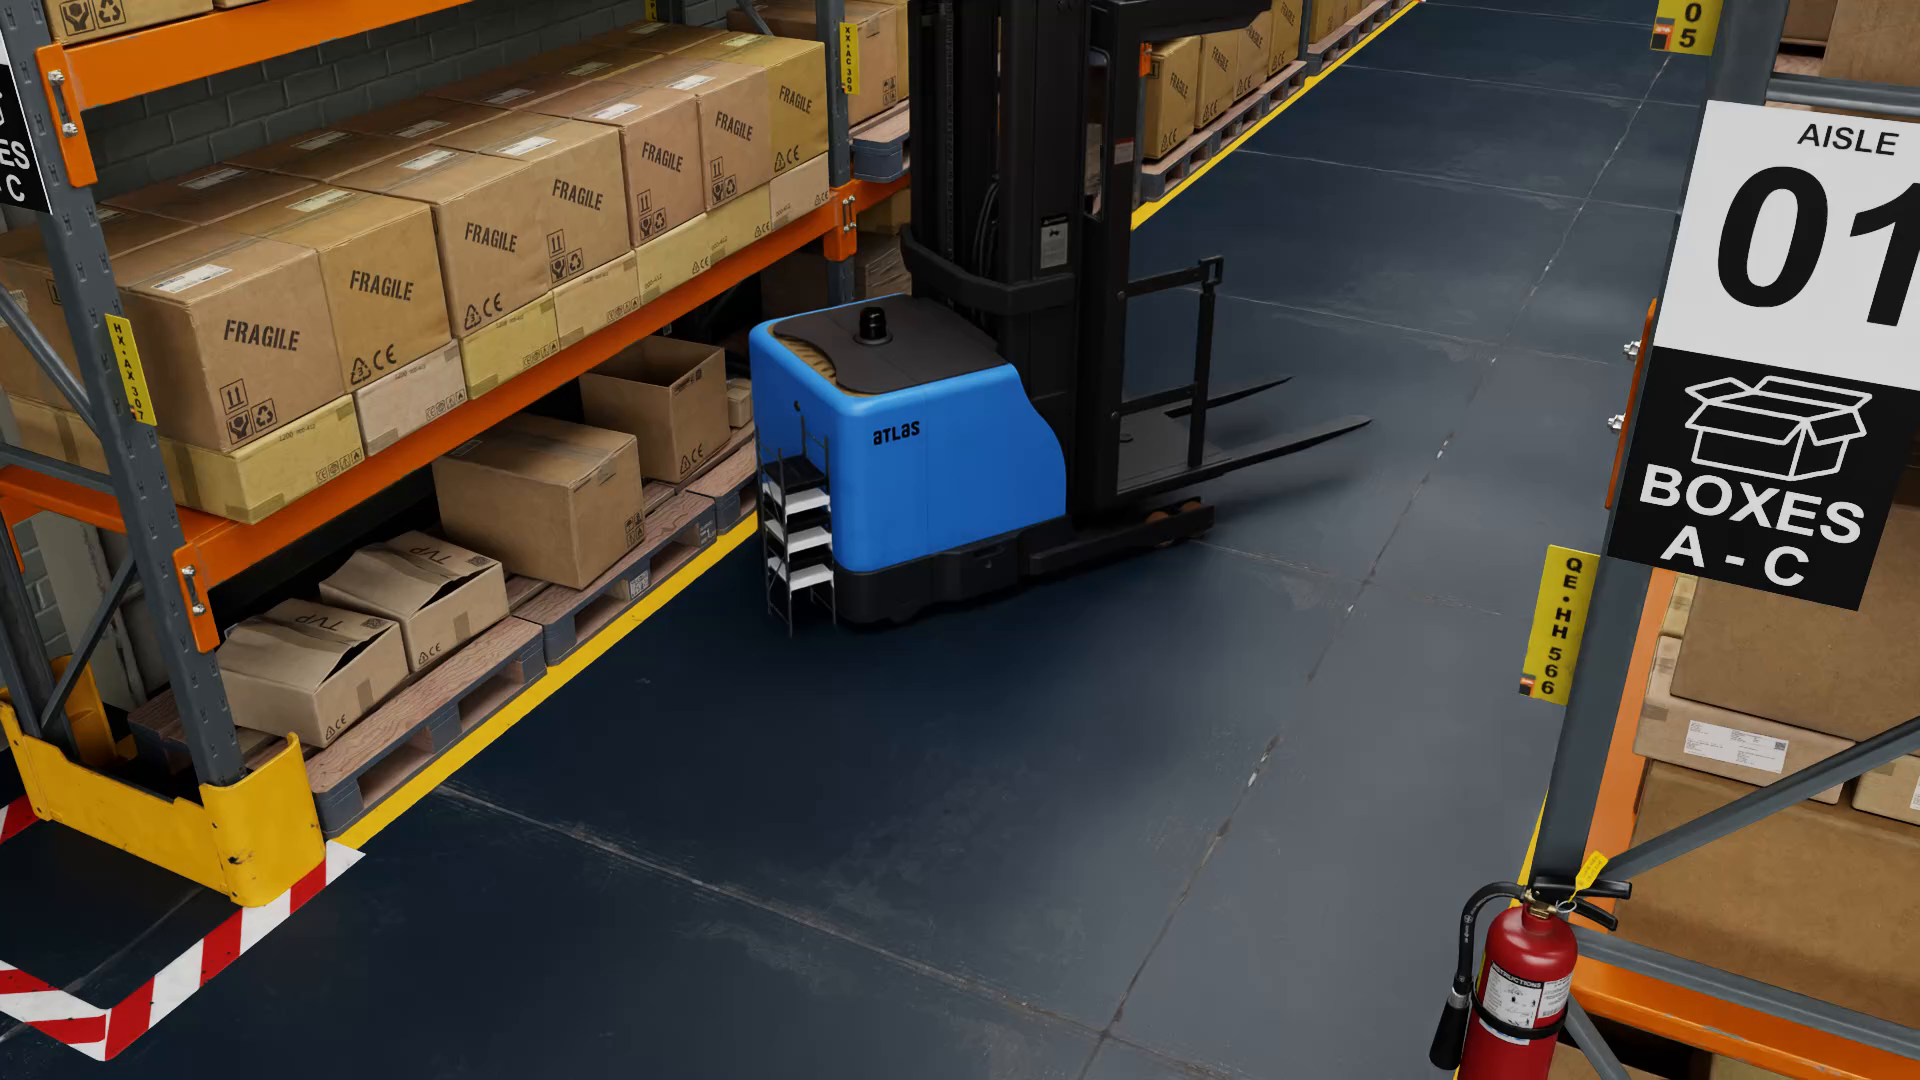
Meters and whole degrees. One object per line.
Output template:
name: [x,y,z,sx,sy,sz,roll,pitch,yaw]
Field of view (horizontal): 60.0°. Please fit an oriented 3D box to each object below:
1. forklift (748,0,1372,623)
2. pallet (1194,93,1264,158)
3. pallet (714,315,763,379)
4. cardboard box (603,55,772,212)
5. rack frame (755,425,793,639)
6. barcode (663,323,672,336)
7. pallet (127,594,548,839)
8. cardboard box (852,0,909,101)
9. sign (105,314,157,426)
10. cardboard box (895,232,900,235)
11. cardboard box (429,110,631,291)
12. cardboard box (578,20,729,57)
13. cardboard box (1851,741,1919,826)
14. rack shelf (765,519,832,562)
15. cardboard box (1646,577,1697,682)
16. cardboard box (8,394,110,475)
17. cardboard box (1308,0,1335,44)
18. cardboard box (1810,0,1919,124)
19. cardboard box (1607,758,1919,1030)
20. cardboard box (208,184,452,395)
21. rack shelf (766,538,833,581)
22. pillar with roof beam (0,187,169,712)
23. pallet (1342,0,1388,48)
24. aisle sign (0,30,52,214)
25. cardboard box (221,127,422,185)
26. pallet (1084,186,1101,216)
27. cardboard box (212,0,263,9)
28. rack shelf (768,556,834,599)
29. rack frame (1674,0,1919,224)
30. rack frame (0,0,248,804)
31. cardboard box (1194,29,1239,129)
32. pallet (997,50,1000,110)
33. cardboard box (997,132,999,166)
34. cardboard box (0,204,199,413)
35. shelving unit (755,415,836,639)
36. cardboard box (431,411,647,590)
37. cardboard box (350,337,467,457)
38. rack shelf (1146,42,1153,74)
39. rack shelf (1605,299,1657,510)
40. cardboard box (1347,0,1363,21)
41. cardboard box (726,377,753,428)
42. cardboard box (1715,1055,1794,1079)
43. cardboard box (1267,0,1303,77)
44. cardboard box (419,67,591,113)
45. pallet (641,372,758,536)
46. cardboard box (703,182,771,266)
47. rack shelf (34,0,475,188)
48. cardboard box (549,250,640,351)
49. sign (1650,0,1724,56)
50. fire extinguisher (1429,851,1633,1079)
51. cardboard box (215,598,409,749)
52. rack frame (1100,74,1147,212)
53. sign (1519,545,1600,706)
forklift: [0.597,-1.445,7.323,3.031,2.935,1.130,-16,34,-26]
pallet: [1.798,-3.436,13.521,1.003,0.211,1.213,14,33,23]
pallet: [-0.654,-1.137,9.517,1.003,0.211,1.213,14,33,23]
cardboard box: [-1.170,-1.767,7.192,0.500,0.500,0.500,14,33,23]
rack frame: [-0.768,-0.023,6.886,0.006,0.900,0.240,-16,34,-26]
barcode: [-1.467,-1.061,8.332,0.001,0.075,0.075,14,33,23]
pallet: [-2.394,0.596,6.499,1.003,0.211,1.213,14,33,23]
cardboard box: [-0.484,-2.698,8.895,0.700,0.500,0.500,18,34,28]
sign: [-2.347,-0.479,4.703,0.100,0.325,0.005,14,33,23]
cardboard box: [-0.496,-1.678,9.728,0.700,0.500,0.500,14,33,22]
cardboard box: [-1.645,-1.315,6.406,0.500,0.500,0.500,15,33,25]
cardboard box: [-1.408,-2.108,7.786,0.500,0.500,0.500,14,33,22]
cardboard box: [1.952,0.445,3.211,0.380,0.149,0.250,14,33,23]
rack shelf: [-0.680,-0.019,6.947,0.200,0.077,0.258,-16,34,-26]
cardboard box: [1.704,0.241,3.566,0.380,0.149,0.250,15,33,25]
cardboard box: [-2.789,-0.422,5.603,0.500,0.250,0.500,15,33,24]
cardboard box: [3.069,-4.953,15.452,0.700,0.500,0.500,15,33,24]
cardboard box: [1.847,-0.947,2.709,0.797,0.503,0.637,17,34,27]
cardboard box: [1.806,0.648,3.510,0.700,0.500,0.500,14,33,23]
cardboard box: [-2.111,-0.856,5.606,0.500,0.500,0.500,14,33,23]
rack shelf: [-0.680,0.059,6.992,0.200,0.077,0.258,-16,34,-26]
pillar with roof beam: [0.552,-2.359,2.821,9.100,9.000,0.400,14,33,23]
pallet: [3.608,-5.200,16.593,1.003,0.211,1.213,14,33,23]
aisle sign: [-2.595,-1.254,4.312,0.394,0.787,0.004,14,33,23]
cardboard box: [-2.334,-1.204,6.212,0.500,0.500,0.500,13,32,22]
pallet: [0.457,-2.218,11.401,1.003,0.211,1.213,14,33,23]
cardboard box: [-2.178,-1.901,4.916,0.500,0.500,0.500,17,34,26]
rack shelf: [-0.680,0.137,7.037,0.200,0.077,0.258,-16,34,-26]
rack frame: [1.582,-1.706,1.685,1.000,3.000,0.127,14,33,23]
rack frame: [-2.830,-0.227,5.133,1.000,3.000,0.127,14,33,23]
cardboard box: [1.671,-3.707,12.929,0.750,0.750,0.750,14,33,23]
pallet: [-0.051,-2.803,9.812,1.003,0.211,1.213,14,33,23]
cardboard box: [-0.012,-2.407,10.245,0.500,0.250,0.500,14,33,23]
cardboard box: [-2.804,-0.753,5.427,0.500,0.500,0.500,14,33,23]
shelving unit: [-0.680,-0.048,6.930,0.210,0.900,0.258,-16,34,-26]
cardboard box: [-1.796,-0.187,7.131,0.700,0.500,0.500,12,32,20]
cardboard box: [-2.101,-0.548,5.823,0.500,0.250,0.500,13,32,22]
rack shelf: [1.726,-4.348,13.032,1.077,0.370,4.000,14,33,23]
rack shelf: [2.493,-0.980,4.155,1.077,0.370,4.000,14,33,23]
cardboard box: [3.536,-5.402,16.234,0.700,0.500,0.500,15,33,24]
cardboard box: [-1.225,-0.718,8.392,0.380,0.166,0.250,10,31,17]
cardboard box: [2.250,1.171,4.285,0.500,0.500,0.500,14,33,23]
cardboard box: [2.456,-4.479,14.275,0.750,0.750,0.750,15,33,24]
cardboard box: [-1.878,-1.660,7.006,0.500,0.500,0.500,15,33,25]
pallet: [-1.282,-0.485,8.383,1.003,0.211,1.213,14,33,23]
cardboard box: [-1.188,-1.446,7.387,0.500,0.250,0.500,14,33,23]
rack shelf: [-1.919,-2.102,6.109,1.077,0.370,4.000,14,33,23]
cardboard box: [-1.631,-0.996,6.604,0.500,0.250,0.500,15,33,24]
sign: [1.105,-0.885,2.456,0.100,0.325,0.005,14,33,23]
fire extinguisher: [1.114,0.876,3.291,0.296,0.674,0.183,14,33,23]
cardboard box: [-2.434,0.462,6.192,0.500,0.311,0.500,11,32,18]
rack frame: [0.815,-3.774,11.309,1.000,3.000,0.127,14,33,23]
sign: [1.105,0.161,3.057,0.100,0.325,0.005,14,33,23]
